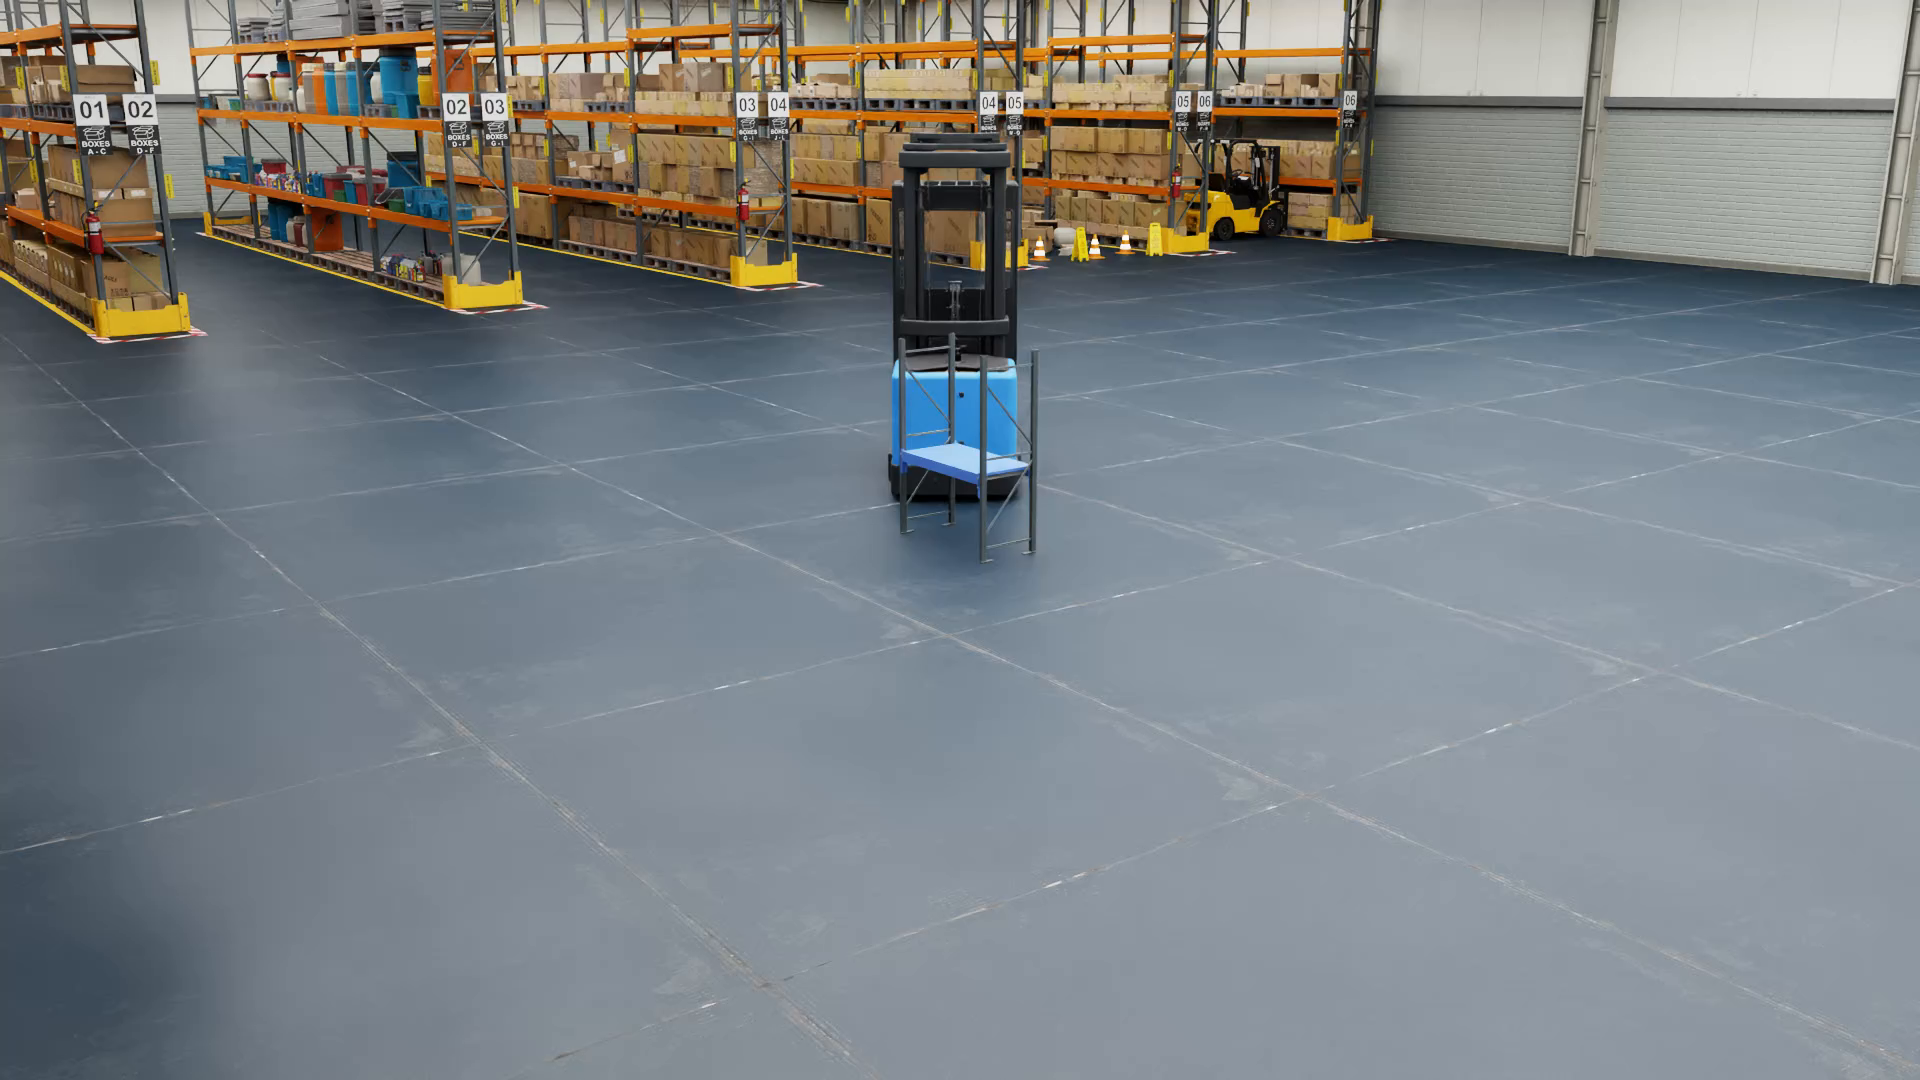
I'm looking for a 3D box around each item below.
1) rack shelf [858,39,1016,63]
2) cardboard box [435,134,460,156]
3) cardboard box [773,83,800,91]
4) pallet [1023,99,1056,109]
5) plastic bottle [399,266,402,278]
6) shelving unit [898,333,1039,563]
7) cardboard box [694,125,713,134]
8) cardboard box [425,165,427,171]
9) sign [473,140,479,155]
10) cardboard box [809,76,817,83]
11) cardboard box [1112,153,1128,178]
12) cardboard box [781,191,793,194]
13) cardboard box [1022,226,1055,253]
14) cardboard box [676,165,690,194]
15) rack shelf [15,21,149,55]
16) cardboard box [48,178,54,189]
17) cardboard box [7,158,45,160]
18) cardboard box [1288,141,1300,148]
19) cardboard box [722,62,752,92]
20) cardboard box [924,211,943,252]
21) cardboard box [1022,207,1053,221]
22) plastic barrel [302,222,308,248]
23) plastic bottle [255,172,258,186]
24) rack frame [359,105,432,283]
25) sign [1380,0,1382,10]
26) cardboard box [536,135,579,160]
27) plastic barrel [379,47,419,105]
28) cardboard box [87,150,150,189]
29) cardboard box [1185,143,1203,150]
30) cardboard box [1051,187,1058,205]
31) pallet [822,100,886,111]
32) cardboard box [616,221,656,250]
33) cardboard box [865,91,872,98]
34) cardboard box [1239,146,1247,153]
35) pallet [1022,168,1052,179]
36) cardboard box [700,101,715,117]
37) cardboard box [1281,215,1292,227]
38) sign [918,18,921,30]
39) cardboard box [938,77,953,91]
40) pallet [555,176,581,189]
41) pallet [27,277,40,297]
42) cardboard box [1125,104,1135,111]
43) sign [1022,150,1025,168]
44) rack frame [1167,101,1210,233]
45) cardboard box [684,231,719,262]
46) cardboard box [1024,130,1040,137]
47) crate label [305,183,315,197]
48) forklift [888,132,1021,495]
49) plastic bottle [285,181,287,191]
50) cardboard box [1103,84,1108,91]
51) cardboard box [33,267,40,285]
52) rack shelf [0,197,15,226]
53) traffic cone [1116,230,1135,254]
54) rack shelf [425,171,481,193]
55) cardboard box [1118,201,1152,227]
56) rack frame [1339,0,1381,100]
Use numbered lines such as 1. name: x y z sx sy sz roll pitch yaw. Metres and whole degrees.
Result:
1. rack shelf: -0.445 -9.401 31.997 1.077 0.370 4.000 -11 19 -35
2. cardboard box: -12.081 -9.360 39.393 0.500 0.500 0.500 -11 19 -36
3. cardboard box: -3.725 -9.794 36.180 0.500 0.311 0.500 -11 19 -34
4. pallet: 2.047 -9.768 37.258 1.213 0.211 1.003 -11 19 -35
5. plastic bottle: -9.301 -4.478 27.723 0.097 0.201 0.097 0 15 0
6. shelving unit: 0.050 -0.705 12.312 0.538 1.500 1.048 -11 19 -35
7. cardboard box: -6.393 -9.990 40.749 0.500 0.500 0.500 -10 18 -33
8. cardboard box: -12.806 -9.040 40.399 0.380 0.149 0.250 -11 19 -34
9. sign: -10.844 -8.803 37.268 0.100 0.325 0.005 -11 19 -35
10. cardboard box: -3.668 -12.118 44.314 0.500 0.500 0.500 -10 18 -34
11. cardboard box: 3.551 -7.890 34.967 0.500 0.500 0.500 -11 19 -35
12. cardboard box: -4.183 -7.872 38.173 0.500 0.250 0.500 -12 19 -37
13. cardboard box: 1.595 -6.188 34.231 0.637 0.503 0.797 4 16 13
14. cardboard box: -4.576 -6.495 29.872 0.875 0.500 0.500 -11 19 -35
15. rack shelf: -12.532 -7.115 23.648 1.077 0.370 4.000 -11 19 -35
16. cardboard box: -13.706 -5.462 25.434 0.380 0.149 0.250 -11 19 -35
17. cardboard box: -17.323 -6.780 30.682 0.500 0.500 0.700 12 19 38
18. cardboard box: 7.632 -8.932 37.547 0.380 0.149 0.250 -10 18 -33
19. cardboard box: -3.995 -8.110 29.144 0.500 0.500 0.500 -11 19 -35
20. cardboard box: -0.240 -6.120 32.483 0.875 0.875 0.875 -11 19 -35
21. cardboard box: 1.588 -7.464 38.346 0.950 0.372 0.625 -10 18 -31
22. plastic barrel: -12.756 -6.022 32.814 0.421 0.512 0.421 0 15 0
23. plastic bottle: -14.532 -7.464 34.387 0.061 0.283 0.133 -11 19 -35
24. rack frame: -9.699 -5.957 28.659 1.000 3.000 0.127 -11 19 -35
25. sign: 9.141 -11.686 36.158 0.100 0.325 0.005 -11 19 -35
26. cardboard box: -8.461 -8.271 35.022 0.797 0.503 0.637 -10 18 -33
27. plastic barrel: -9.200 -7.619 27.304 0.600 0.901 0.708 -11 19 -35
28. cardboard box: -11.651 -5.122 22.960 0.700 0.500 0.500 -11 19 -34
29. cardboard box: 5.688 -9.547 40.359 0.380 0.149 0.250 -11 19 -35
30. cardboard box: 2.646 -9.271 44.707 0.500 0.500 0.500 -12 19 -37
31. pallet: -2.200 -9.017 34.518 0.805 0.209 1.217 -12 19 -37
32. cardboard box: -6.301 -5.971 32.613 0.700 0.500 0.500 -11 19 -35
33. cardboard box: -1.682 -8.920 33.293 0.380 0.149 0.250 -11 19 -35
34. cardboard box: 6.725 -9.117 38.786 0.380 0.149 0.250 -10 18 -33
35. pallet: 1.992 -8.357 37.792 1.003 0.211 1.213 -11 19 -35
36. cardboard box: -4.125 -7.416 28.590 0.500 0.250 0.500 -11 19 -34
37. cardboard box: 7.585 -7.325 38.068 0.500 0.250 0.500 -11 19 -34
38. sign: -1.158 -14.896 48.034 0.100 0.325 0.005 -11 19 -35
39. cardboard box: -0.076 -8.557 31.211 0.500 0.250 0.500 -11 19 -34
40. pallet: -7.539 -7.352 34.118 1.213 0.211 1.003 -11 19 -35
41. pallet: -14.894 -4.256 27.726 1.003 0.211 1.213 -11 19 -35
42. cardboard box: 3.658 -8.988 34.529 0.380 0.149 0.250 -11 19 -35
43. sign: 1.183 -7.160 31.266 0.100 0.325 0.005 -11 19 -35
44. rack frame: 4.675 -7.410 33.967 1.000 3.000 0.127 -11 19 -35
45. cardboard box: -4.718 -5.389 30.525 0.500 0.500 0.500 -13 20 -39
46. cardboard box: 1.611 -9.342 38.251 0.380 0.149 0.250 -10 18 -31
47. crate label: -12.106 -6.582 31.260 0.303 0.233 0.416 -11 19 -35
48. forklift: -0.042 -2.115 14.750 1.130 2.935 3.031 0 15 0
49. plastic bottle: -13.223 -6.958 32.691 0.097 0.201 0.097 0 15 0
50. cardboard box: 3.226 -9.537 35.023 0.380 0.149 0.250 -10 18 -33
51. cardboard box: -14.783 -4.326 27.114 0.500 0.250 0.500 -10 18 -33
52. rack shelf: -17.236 -6.123 30.628 1.077 0.370 4.000 -11 19 -35
53. traffic cone: 3.379 -6.078 33.906 0.336 0.463 0.334 -11 19 -35
54. rack shelf: -11.572 -8.514 39.364 1.077 0.370 4.000 -11 19 -35
55. cardboard box: 3.684 -6.889 35.058 0.500 0.500 0.500 -10 18 -33
56. rack frame: 8.688 -11.075 35.993 1.000 3.000 0.127 -11 19 -35
